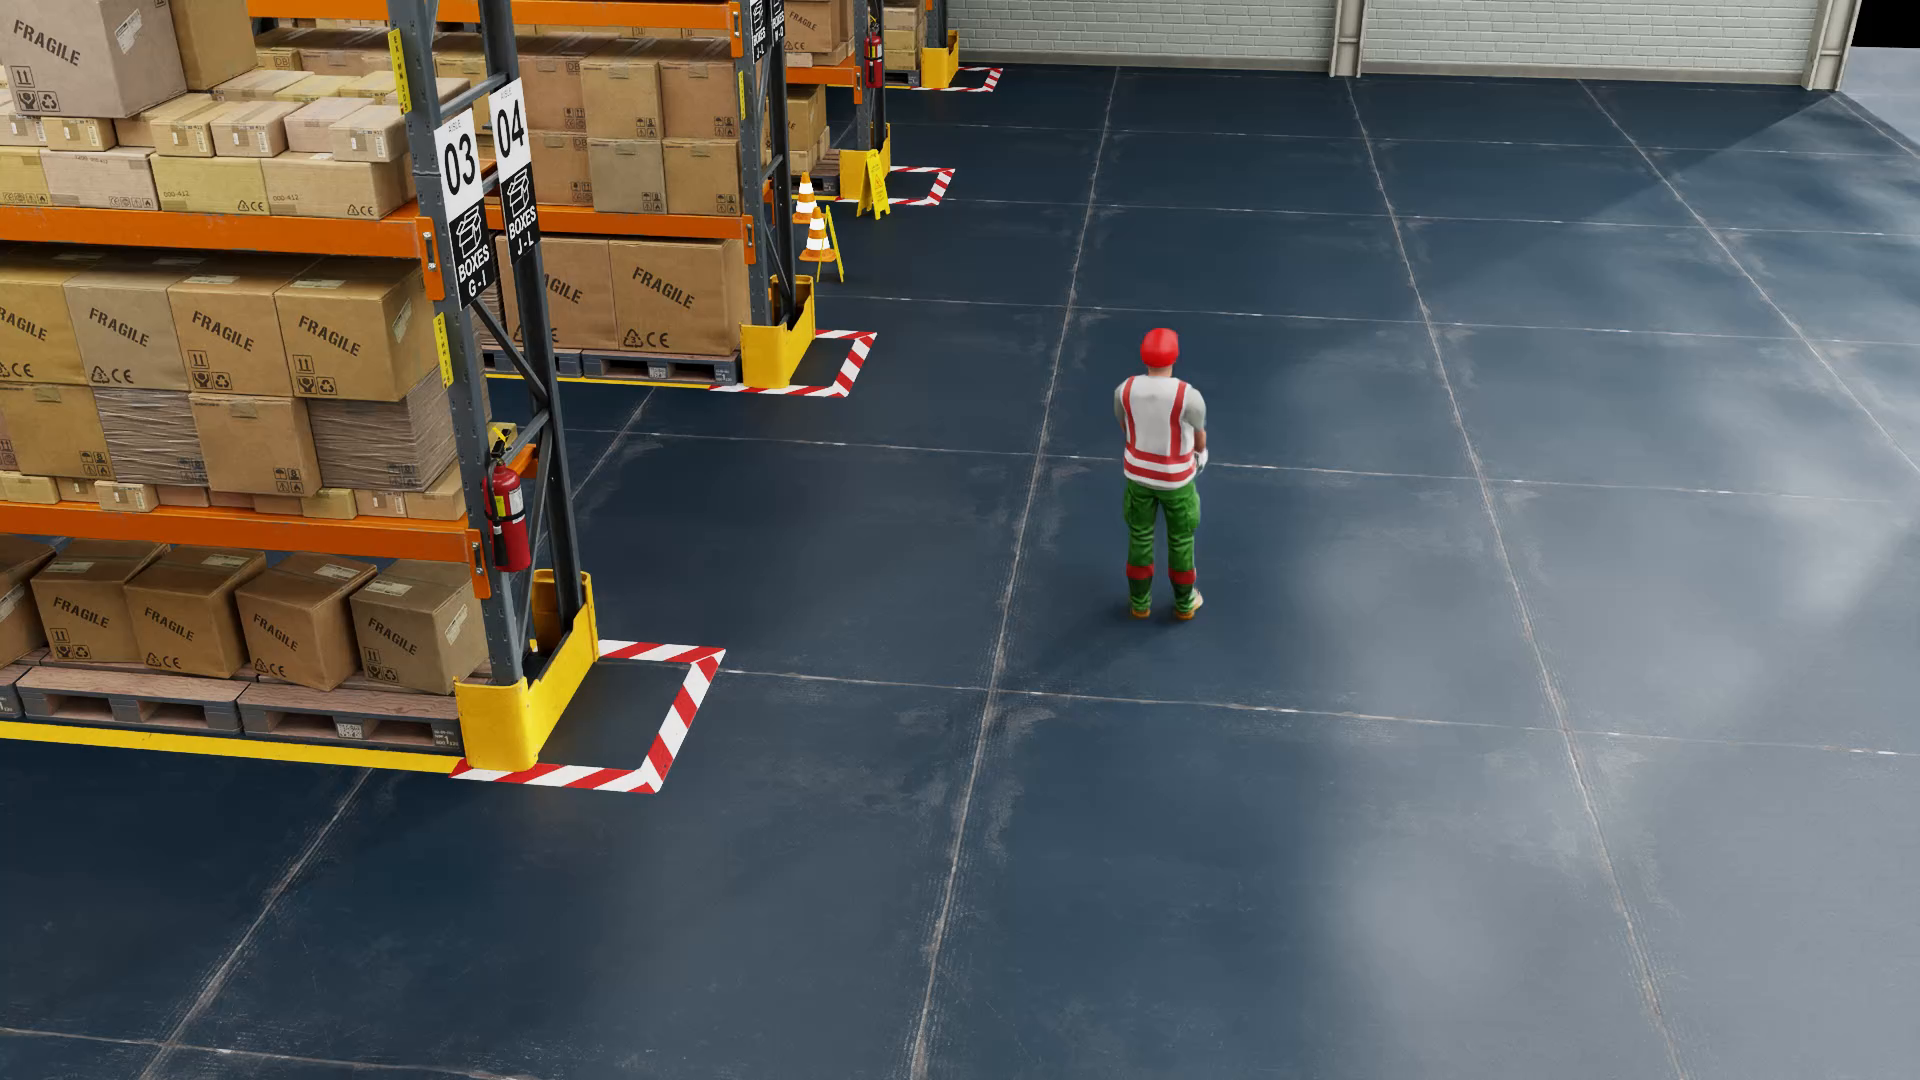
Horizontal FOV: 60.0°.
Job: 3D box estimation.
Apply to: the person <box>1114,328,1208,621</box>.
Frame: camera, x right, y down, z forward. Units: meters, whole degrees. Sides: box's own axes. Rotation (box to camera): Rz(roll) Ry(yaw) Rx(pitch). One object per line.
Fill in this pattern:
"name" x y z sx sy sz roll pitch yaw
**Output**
"person" 1.130 -0.386 9.312 0.514 1.793 0.526 12 30 21
